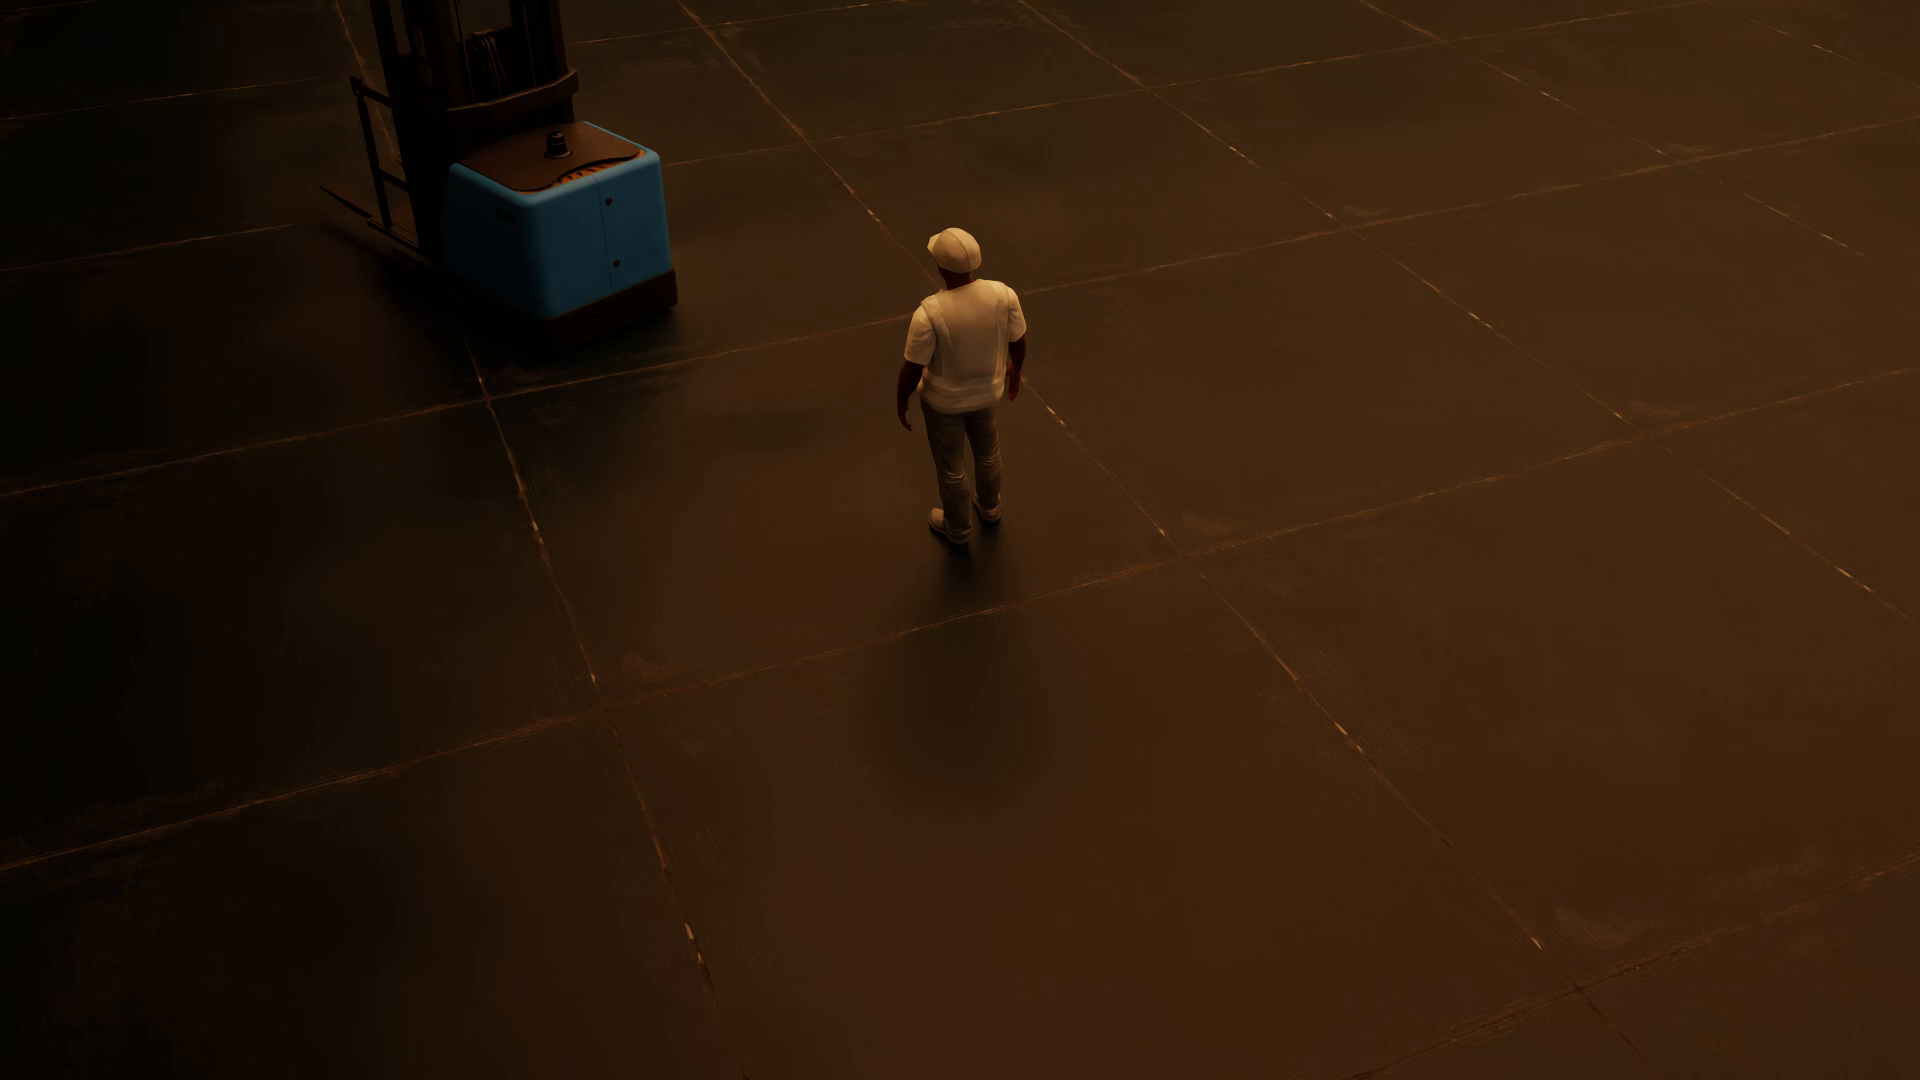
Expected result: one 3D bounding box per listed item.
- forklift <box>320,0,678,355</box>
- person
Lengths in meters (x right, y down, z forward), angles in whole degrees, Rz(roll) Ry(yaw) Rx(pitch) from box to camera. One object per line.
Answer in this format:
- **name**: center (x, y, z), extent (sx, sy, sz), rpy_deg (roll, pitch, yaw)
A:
- **forklift**: center (-3.215, -3.060, 10.402), extent (3.031, 2.935, 1.130), rpy_deg (29, 45, 35)
- **person**: center (-0.022, -0.765, 8.166), extent (0.665, 1.768, 0.575), rpy_deg (-14, 38, -19)
